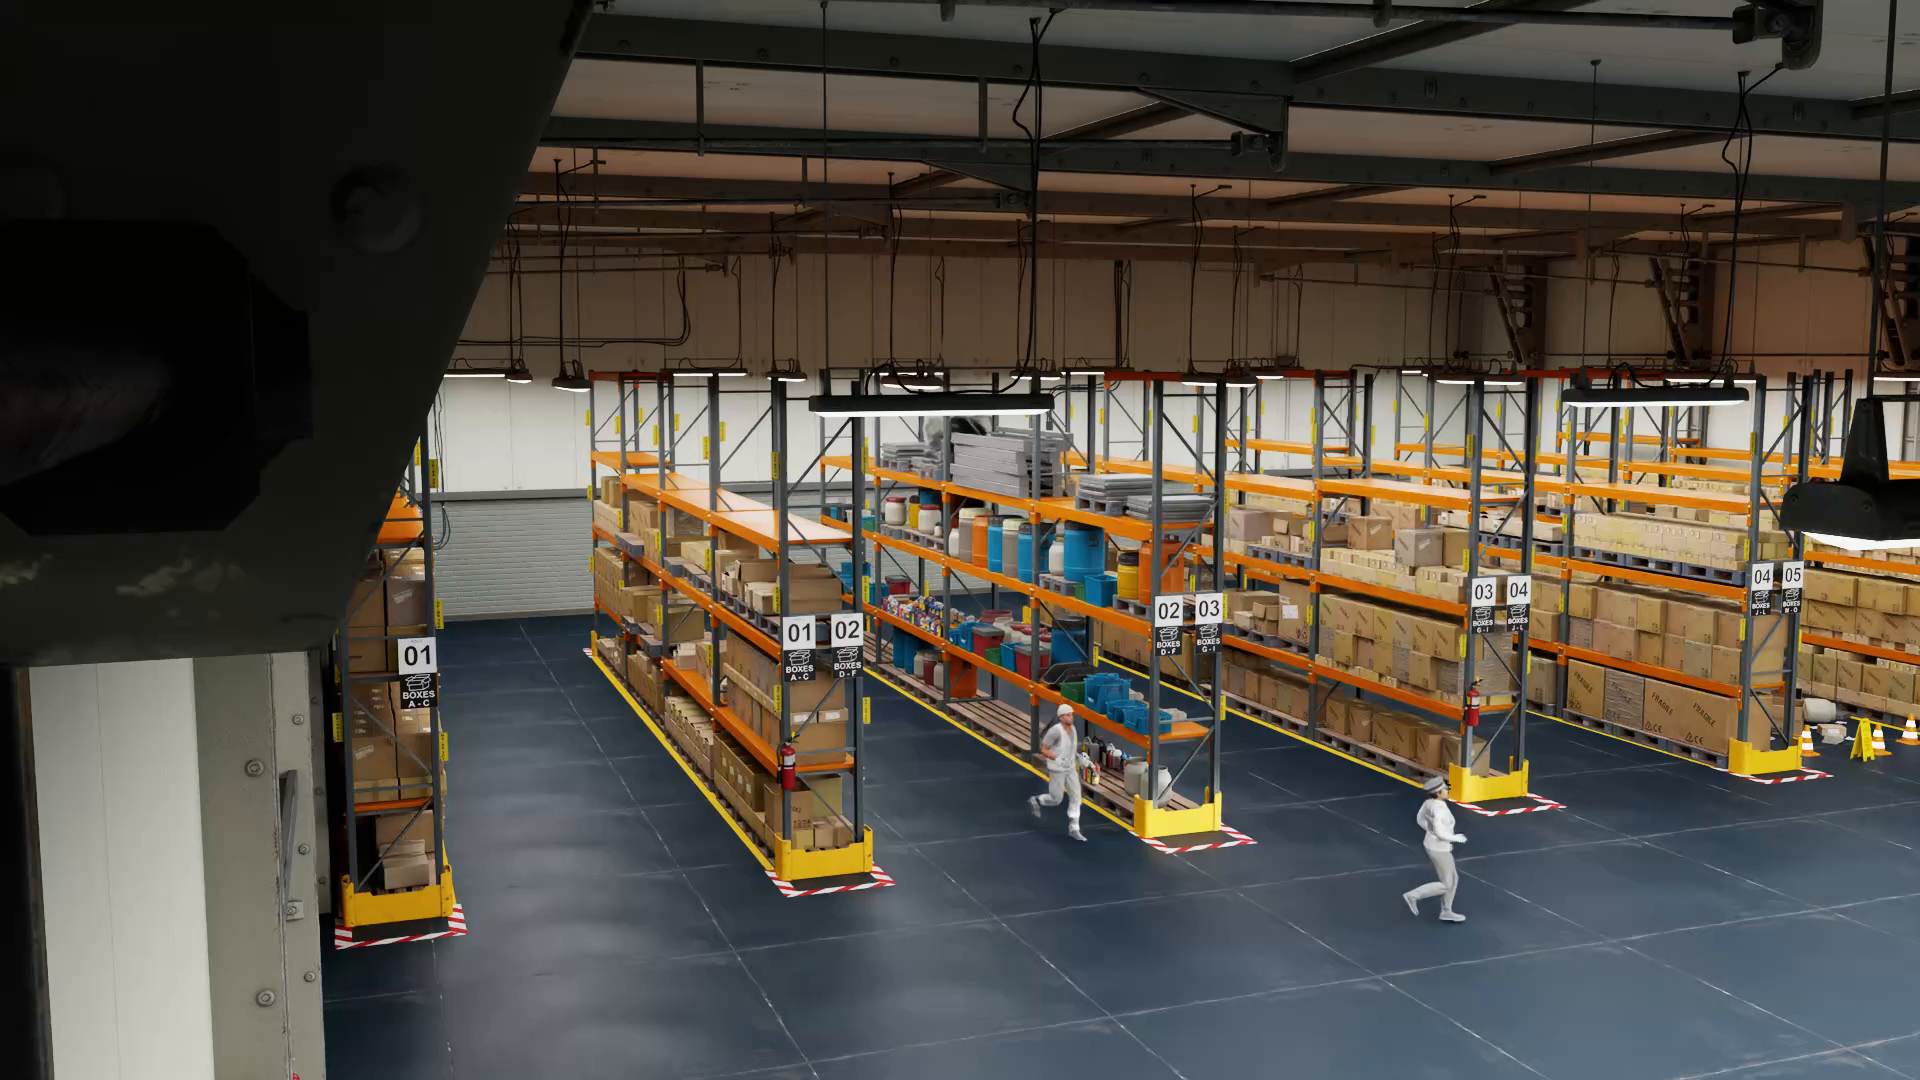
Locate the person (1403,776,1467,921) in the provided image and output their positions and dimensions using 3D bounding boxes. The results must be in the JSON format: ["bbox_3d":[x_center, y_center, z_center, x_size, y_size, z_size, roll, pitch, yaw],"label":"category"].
[{"bbox_3d":[5.297,3.441,18.545,0.727,1.656,0.623,0,6,0],"label":"person"}]

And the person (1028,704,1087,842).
[{"bbox_3d":[1.323,3.024,21.918,0.665,1.769,0.994,-6,9,-42],"label":"person"}]
